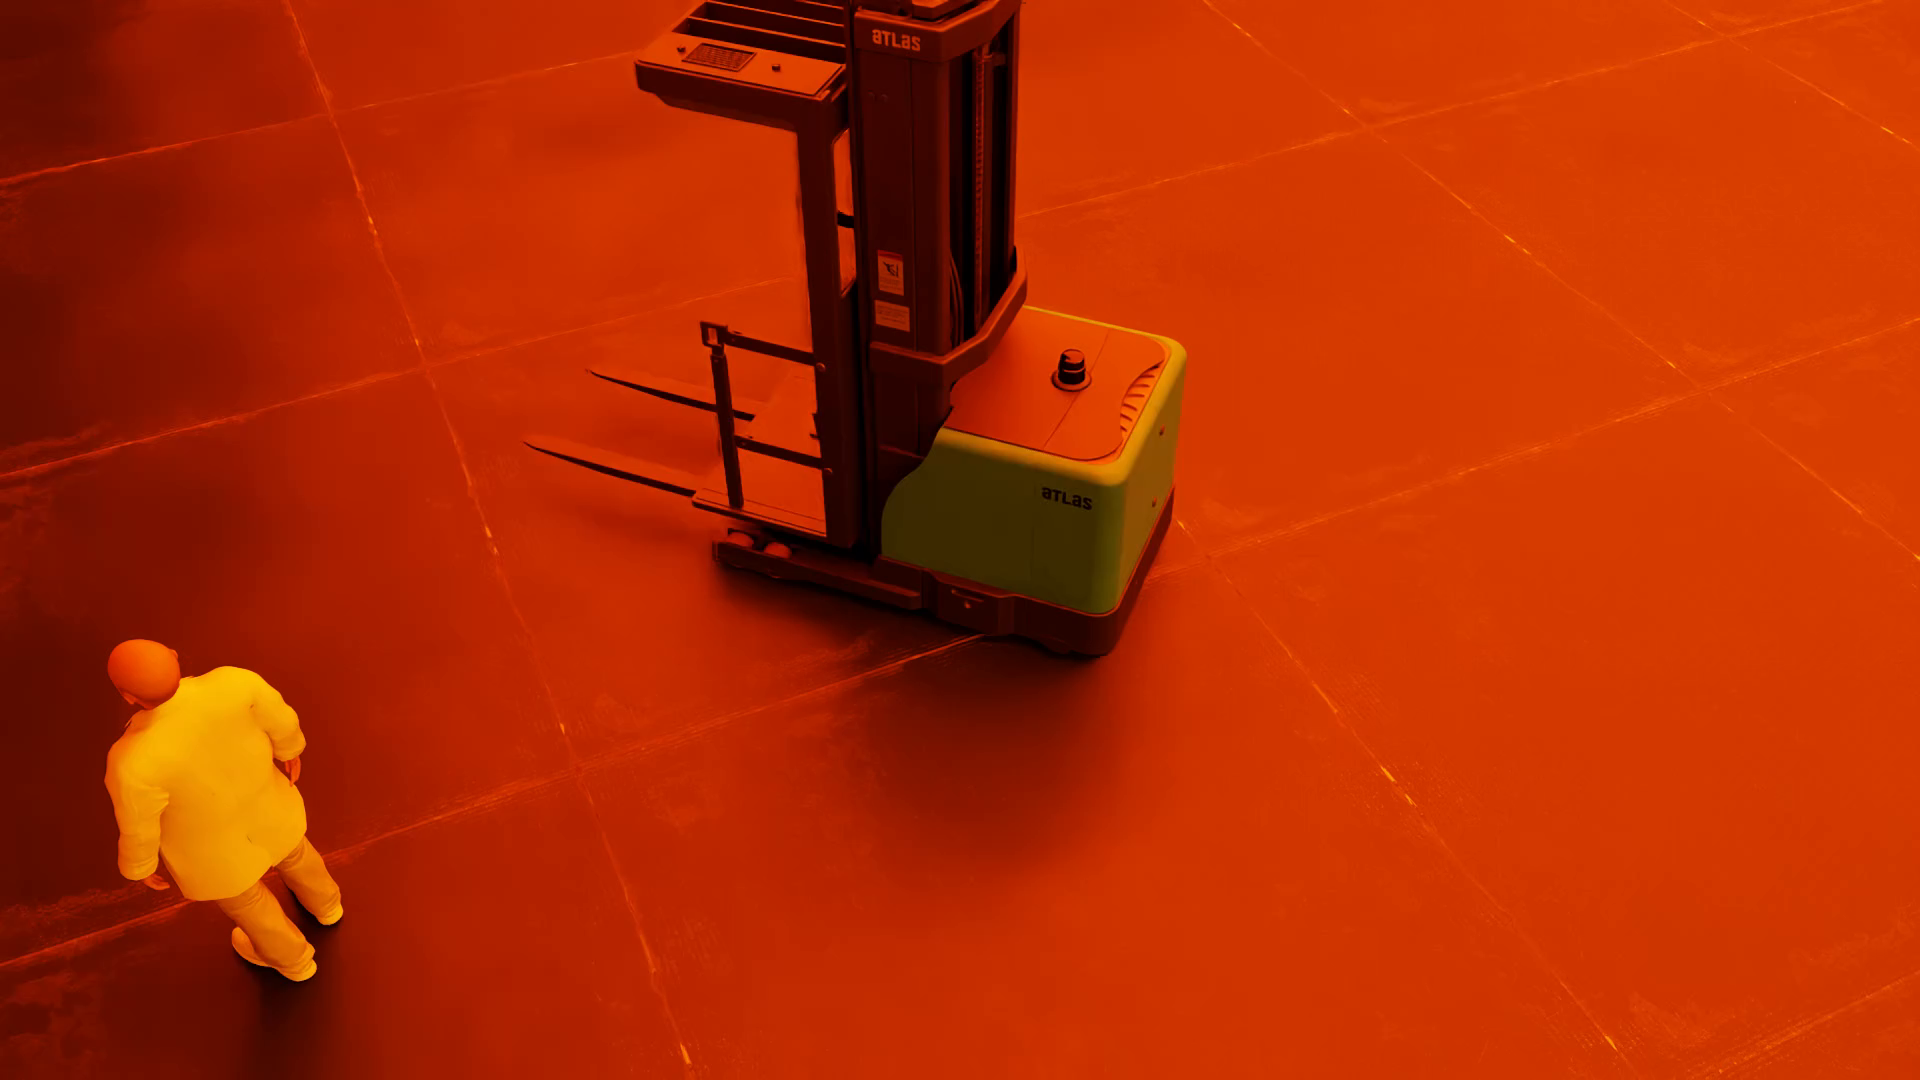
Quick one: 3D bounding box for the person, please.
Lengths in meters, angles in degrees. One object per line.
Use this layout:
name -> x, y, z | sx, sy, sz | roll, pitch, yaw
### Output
person -> -2.592, 0.769, 5.839 | 0.920, 1.584, 0.764 | -2, 43, -2

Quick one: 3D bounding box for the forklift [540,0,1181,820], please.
forklift -> -0.400, -0.738, 6.471 | 1.130, 2.935, 3.031 | 34, 52, 31
